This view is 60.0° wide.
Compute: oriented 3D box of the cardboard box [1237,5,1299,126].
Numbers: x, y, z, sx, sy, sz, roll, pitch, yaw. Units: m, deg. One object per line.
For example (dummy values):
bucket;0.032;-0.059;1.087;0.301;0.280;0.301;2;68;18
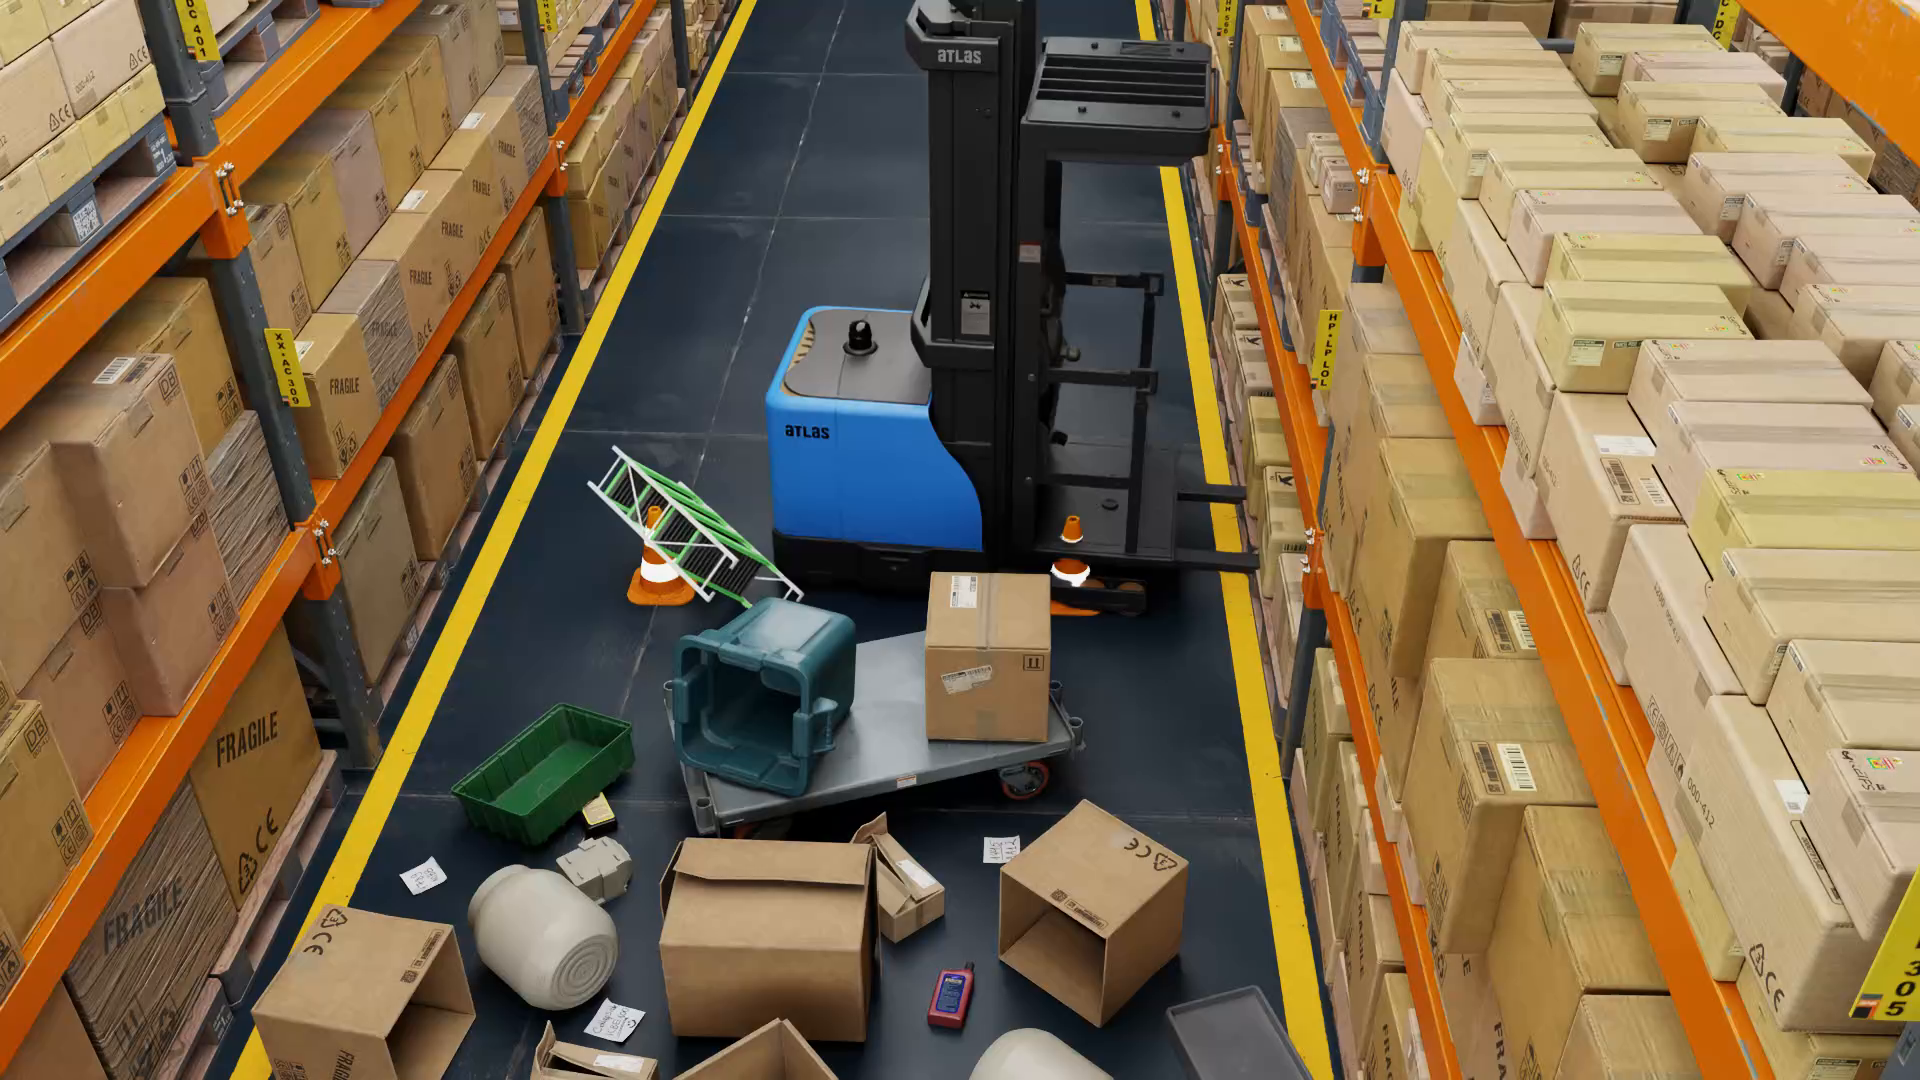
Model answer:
cardboard box;1.811;-2.586;9.055;0.500;0.500;0.500;0;35;1

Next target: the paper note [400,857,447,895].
paper note;-2.173;1.359;6.735;0.147;0.020;0.142;-24;42;-30

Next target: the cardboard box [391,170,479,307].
cardboard box;-2.698;-1.468;8.089;0.500;0.500;0.500;2;35;3

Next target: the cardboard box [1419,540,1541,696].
cardboard box;1.645;0.352;4.371;0.700;0.500;0.500;1;35;2

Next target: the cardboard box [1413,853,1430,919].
cardboard box;1.573;0.745;4.681;0.500;0.500;0.500;2;35;2

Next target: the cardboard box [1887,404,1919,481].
cardboard box;2.021;-0.133;3.192;0.380;0.149;0.250;1;35;2

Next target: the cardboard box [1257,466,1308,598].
cardboard box;1.943;-0.018;8.032;0.950;0.372;0.625;3;35;5

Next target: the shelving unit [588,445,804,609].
shelving unit;-1.317;-0.012;8.211;1.200;0.503;0.258;38;94;40

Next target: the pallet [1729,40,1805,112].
pallet;7.209;-3.944;14.124;1.003;0.211;1.213;1;35;2

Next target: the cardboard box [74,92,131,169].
cardboard box;-2.756;-1.238;5.007;0.380;0.149;0.250;2;35;3

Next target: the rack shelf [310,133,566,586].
rack shelf;-2.971;-1.117;8.303;1.077;0.370;4.000;1;35;2

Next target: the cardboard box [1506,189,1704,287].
cardboard box;1.563;-0.734;4.048;0.380;0.149;0.250;1;35;1

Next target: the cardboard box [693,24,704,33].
cardboard box;-2.425;-4.363;14.409;0.380;0.149;0.250;1;35;2

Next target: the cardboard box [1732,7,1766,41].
cardboard box;7.107;-4.702;14.585;0.700;0.500;0.500;0;35;0

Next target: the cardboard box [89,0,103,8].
cardboard box;-2.747;-1.709;4.982;0.380;0.149;0.250;1;35;1

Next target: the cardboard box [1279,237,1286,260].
cardboard box;1.748;-1.464;8.023;0.380;0.149;0.250;2;35;3

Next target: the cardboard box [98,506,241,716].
cardboard box;-3.053;0.205;5.665;0.875;0.550;0.550;1;35;2

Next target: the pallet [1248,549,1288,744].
pallet;1.929;0.487;7.819;1.003;0.211;1.213;1;35;2

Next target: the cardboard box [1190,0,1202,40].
cardboard box;1.854;-3.616;11.363;0.500;0.250;0.500;1;35;1

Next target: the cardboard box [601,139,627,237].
cardboard box;-2.590;-2.399;11.310;0.500;0.500;0.500;2;35;2

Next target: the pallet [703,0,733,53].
pallet;-2.692;-4.807;15.353;1.003;0.211;1.213;1;35;2

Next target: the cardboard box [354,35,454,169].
cardboard box;-2.956;-2.168;8.215;0.700;0.500;0.500;1;35;1

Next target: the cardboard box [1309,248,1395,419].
cardboard box;1.688;-0.812;6.531;0.500;0.500;0.500;1;35;1

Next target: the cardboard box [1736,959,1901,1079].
cardboard box;1.473;0.756;2.621;0.380;0.149;0.250;1;35;2

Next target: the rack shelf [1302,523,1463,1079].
rack shelf;1.819;1.237;4.953;1.077;0.370;4.000;1;35;2

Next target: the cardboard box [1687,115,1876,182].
cardboard box;2.192;-1.019;4.454;0.380;0.149;0.250;2;35;3

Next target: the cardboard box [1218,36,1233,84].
cardboard box;1.825;-2.932;9.954;0.500;0.250;0.500;1;35;2

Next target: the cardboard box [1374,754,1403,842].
cardboard box;1.505;0.805;5.160;0.380;0.149;0.250;1;35;2

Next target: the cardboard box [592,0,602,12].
cardboard box;-2.619;-3.644;11.125;0.380;0.149;0.250;2;35;3

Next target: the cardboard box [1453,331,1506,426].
cardboard box;1.502;-0.419;4.293;0.380;0.149;0.250;1;35;1

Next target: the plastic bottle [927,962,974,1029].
plastic bottle;-0.027;1.694;6.232;0.133;0.061;0.283;7;36;10

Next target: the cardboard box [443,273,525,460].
cardboard box;-3.036;-0.962;9.047;1.050;0.750;0.750;2;35;3

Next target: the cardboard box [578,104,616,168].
cardboard box;-2.600;-2.699;11.083;0.500;0.250;0.500;1;35;1

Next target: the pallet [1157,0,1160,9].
pallet;2.427;-5.499;16.336;1.003;0.211;1.213;1;35;2

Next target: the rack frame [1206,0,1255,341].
rack frame;2.060;-2.505;9.651;1.000;3.000;0.127;1;35;2

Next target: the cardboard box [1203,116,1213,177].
cardboard box;2.247;-3.228;12.163;0.875;0.875;0.875;2;35;3

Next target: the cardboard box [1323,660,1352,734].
cardboard box;1.541;0.578;6.075;0.380;0.149;0.250;2;35;3

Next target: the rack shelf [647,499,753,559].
rack shelf;-1.278;0.018;8.169;0.148;0.480;0.258;38;94;40

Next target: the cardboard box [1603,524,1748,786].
cardboard box;1.525;0.215;3.044;0.500;0.250;0.500;1;35;1

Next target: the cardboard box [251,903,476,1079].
cardboard box;-2.088;1.675;5.876;0.500;0.500;0.500;7;36;10

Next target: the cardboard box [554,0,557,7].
cardboard box;-2.670;-3.289;10.102;0.380;0.149;0.250;0;35;1

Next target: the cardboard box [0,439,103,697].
cardboard box;-3.165;0.071;4.916;0.875;0.550;0.550;1;35;2

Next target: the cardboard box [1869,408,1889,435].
cardboard box;2.051;-0.065;3.443;0.500;0.250;0.500;2;35;3

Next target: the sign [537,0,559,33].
sign;-2.336;-3.024;9.382;0.100;0.325;0.005;1;35;2

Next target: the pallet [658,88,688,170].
pallet;-2.759;-3.271;13.166;1.003;0.211;1.213;1;35;2

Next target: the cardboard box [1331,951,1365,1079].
cardboard box;1.577;1.691;5.707;0.500;0.250;0.500;1;35;1

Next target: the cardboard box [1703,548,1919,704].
cardboard box;1.498;0.146;2.796;0.380;0.149;0.250;1;35;1

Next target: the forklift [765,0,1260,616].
forklift;0.623;-1.151;7.784;3.031;2.935;1.130;4;35;6

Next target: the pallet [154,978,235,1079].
pallet;-3.206;2.016;5.644;1.003;0.211;1.213;1;35;2

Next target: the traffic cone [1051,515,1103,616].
traffic cone;0.550;0.087;8.170;0.336;0.463;0.334;1;35;2
